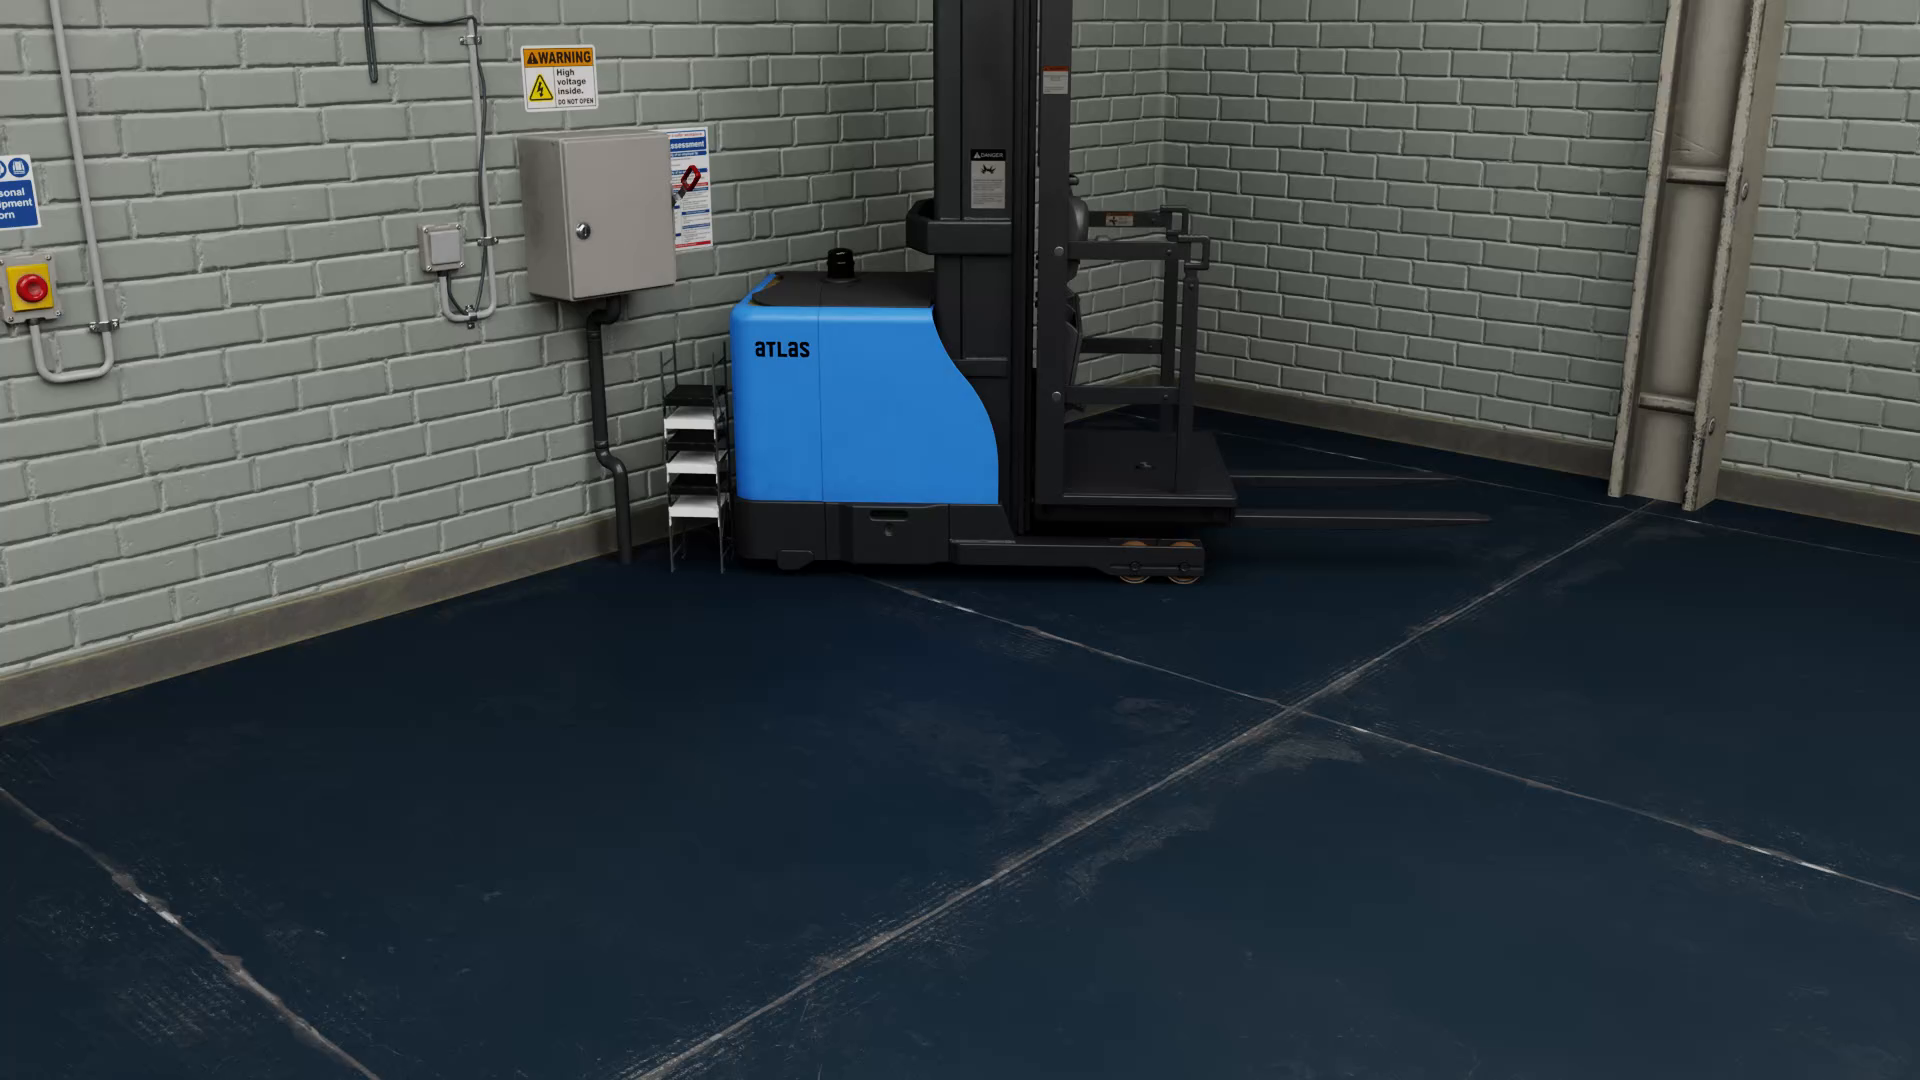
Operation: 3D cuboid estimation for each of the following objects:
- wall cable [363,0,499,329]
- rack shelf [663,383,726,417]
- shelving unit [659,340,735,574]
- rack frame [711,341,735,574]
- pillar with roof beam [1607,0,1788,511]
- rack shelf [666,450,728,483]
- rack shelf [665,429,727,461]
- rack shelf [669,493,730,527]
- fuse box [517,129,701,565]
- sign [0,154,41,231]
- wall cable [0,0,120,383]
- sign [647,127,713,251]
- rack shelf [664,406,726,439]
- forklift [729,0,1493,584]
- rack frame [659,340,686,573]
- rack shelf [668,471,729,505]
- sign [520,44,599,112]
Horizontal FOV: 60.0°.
[{"bbox_3d":[-1.901,-1.699,5.827,0.122,1.984,0.588,15,23,39],"label":"wall cable"},{"bbox_3d":[-1.049,-0.557,6.597,0.200,0.077,0.258,1,18,4],"label":"rack shelf"},{"bbox_3d":[-1.049,-0.331,6.668,0.210,0.900,0.258,1,18,4],"label":"shelving unit"},{"bbox_3d":[-0.948,-0.329,6.661,0.006,0.900,0.240,1,18,4],"label":"rack frame"},{"bbox_3d":[0.415,-3.519,3.324,0.400,9.000,9.100,15,23,39],"label":"pillar with roof beam"},{"bbox_3d":[-1.049,-0.300,6.679,0.200,0.077,0.258,1,18,4],"label":"rack shelf"},{"bbox_3d":[-1.049,-0.385,6.651,0.200,0.077,0.258,1,18,4],"label":"rack shelf"},{"bbox_3d":[-1.049,-0.128,6.733,0.200,0.077,0.258,1,18,4],"label":"rack shelf"},{"bbox_3d":[-1.331,-0.723,6.562,0.414,1.711,0.539,15,23,39],"label":"fuse box"},{"bbox_3d":[-2.912,-1.022,4.925,0.001,0.218,0.327,15,23,39],"label":"sign"},{"bbox_3d":[-2.834,-1.391,4.804,0.123,1.953,0.585,15,23,39],"label":"wall cable"},{"bbox_3d":[-1.158,-1.445,6.865,0.001,0.494,0.329,15,23,39],"label":"sign"},{"bbox_3d":[-1.049,-0.471,6.624,0.200,0.077,0.258,1,18,4],"label":"rack shelf"},{"bbox_3d":[0.628,-1.387,6.638,3.031,2.935,1.130,1,18,3],"label":"forklift"},{"bbox_3d":[-1.151,-0.334,6.675,0.006,0.900,0.240,1,18,4],"label":"rack frame"},{"bbox_3d":[-1.049,-0.214,6.706,0.200,0.077,0.258,1,18,4],"label":"rack shelf"},{"bbox_3d":[-1.522,-1.760,6.334,0.001,0.242,0.339,15,23,39],"label":"sign"}]
